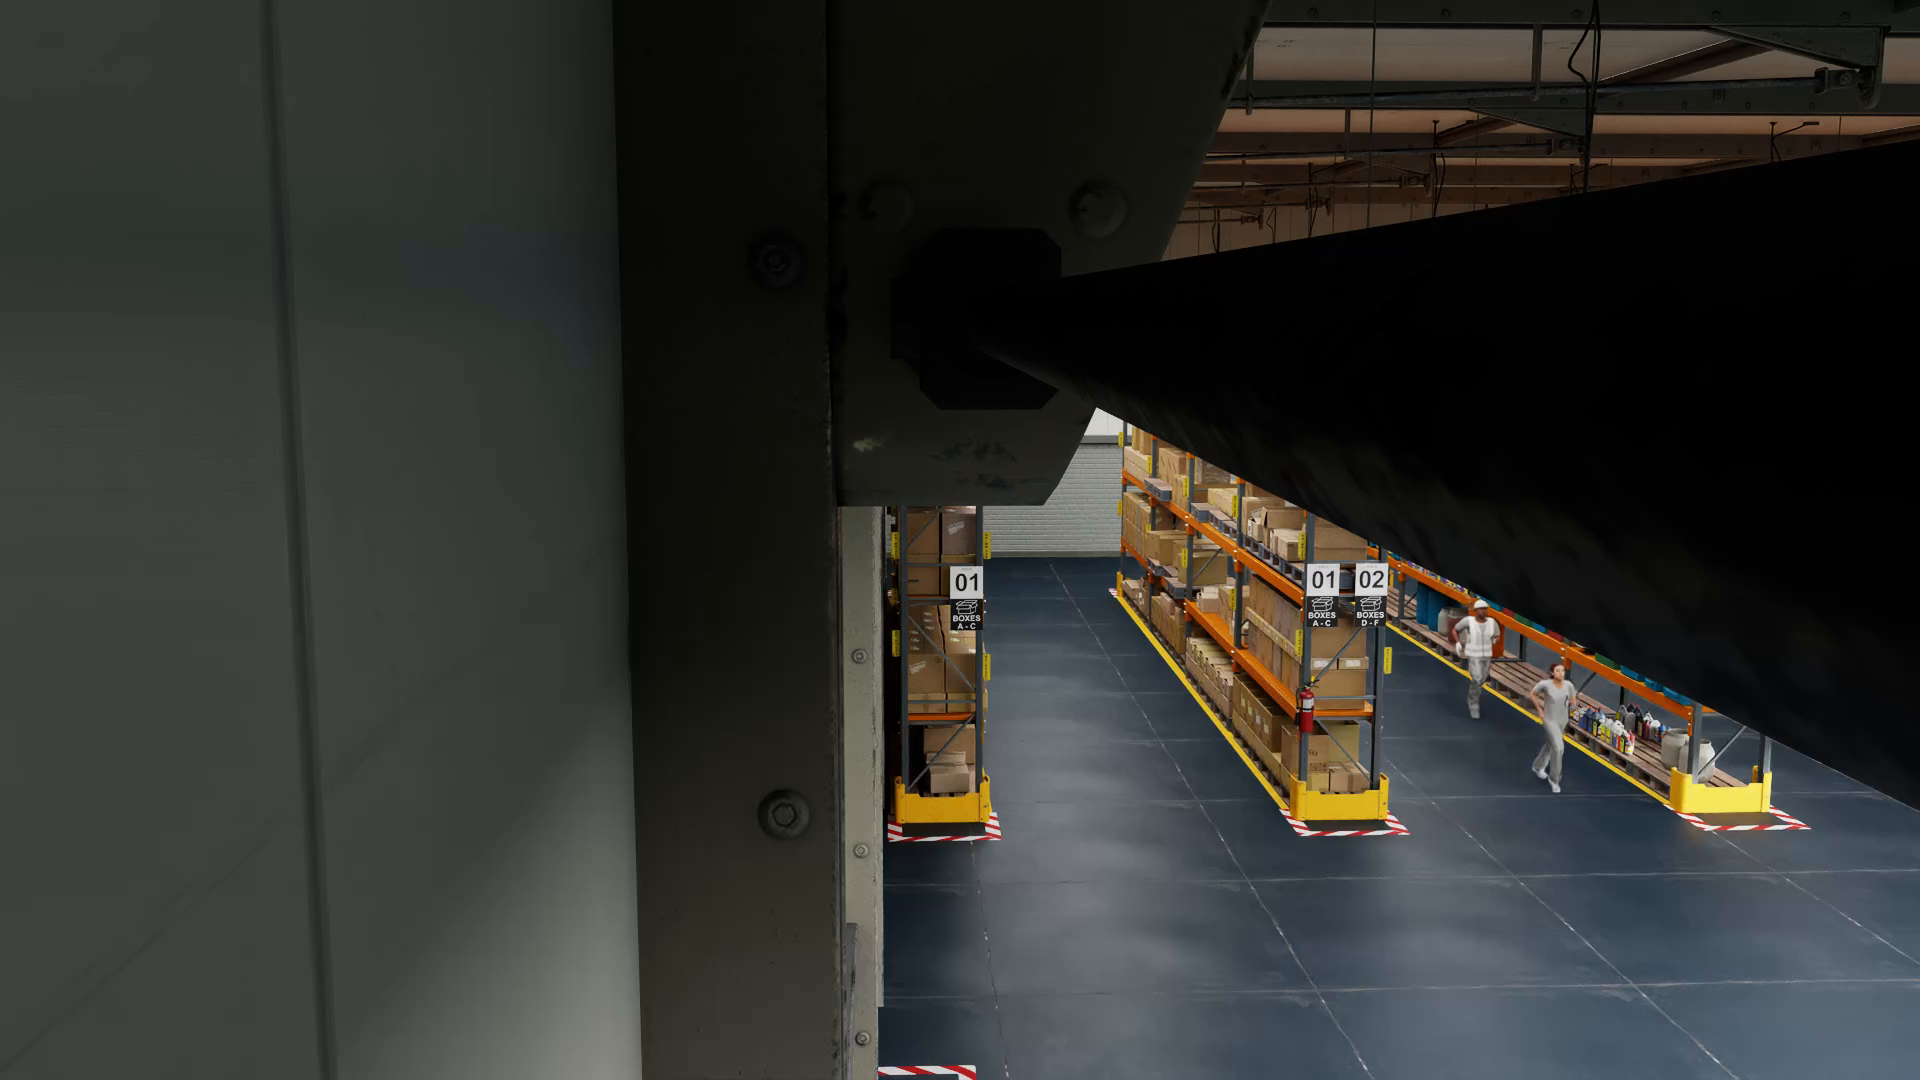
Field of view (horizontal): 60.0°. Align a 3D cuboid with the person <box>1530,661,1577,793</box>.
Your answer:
[{"bbox_3d":[7.855,2.440,21.981,0.539,1.731,0.762,-2,8,-13],"label":"person"}]

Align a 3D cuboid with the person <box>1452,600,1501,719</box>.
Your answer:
[{"bbox_3d":[8.039,1.836,25.780,0.657,1.841,0.770,-1,8,-10],"label":"person"}]
